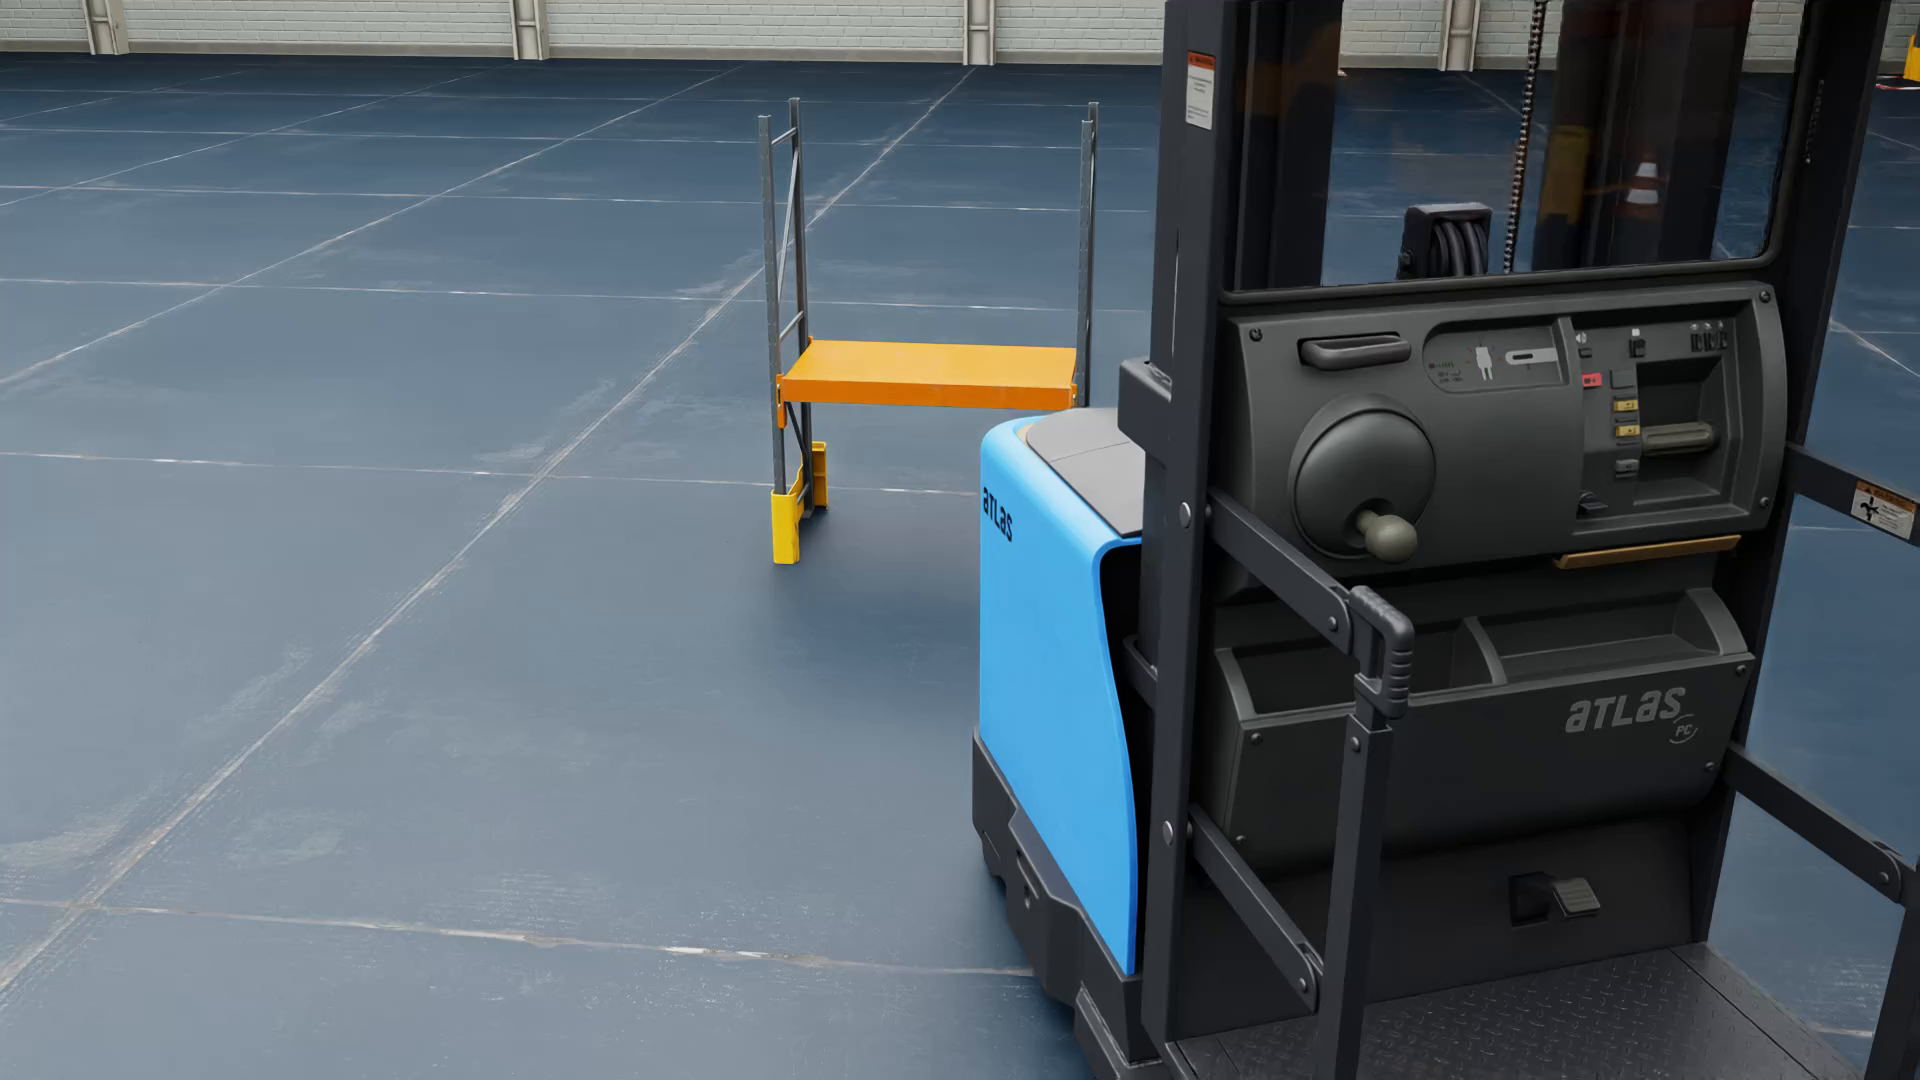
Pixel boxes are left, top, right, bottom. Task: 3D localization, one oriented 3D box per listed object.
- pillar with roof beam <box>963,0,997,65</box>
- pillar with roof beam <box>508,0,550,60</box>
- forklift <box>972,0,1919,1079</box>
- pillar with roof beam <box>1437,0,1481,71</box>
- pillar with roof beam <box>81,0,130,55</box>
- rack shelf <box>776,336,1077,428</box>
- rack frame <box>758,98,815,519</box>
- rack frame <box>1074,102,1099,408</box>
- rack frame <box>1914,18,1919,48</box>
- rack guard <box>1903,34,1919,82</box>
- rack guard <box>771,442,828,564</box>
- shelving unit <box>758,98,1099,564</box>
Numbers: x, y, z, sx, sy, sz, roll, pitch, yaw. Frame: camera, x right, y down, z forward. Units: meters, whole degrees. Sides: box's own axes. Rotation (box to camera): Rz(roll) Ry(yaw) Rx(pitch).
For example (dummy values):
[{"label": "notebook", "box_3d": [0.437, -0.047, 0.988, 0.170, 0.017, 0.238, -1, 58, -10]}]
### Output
[{"label": "pillar with roof beam", "box_3d": [-0.253, -8.777, 15.902, 0.400, 9.000, 9.100, 2, 22, 6]}, {"label": "pillar with roof beam", "box_3d": [-6.211, -9.037, 16.559, 0.400, 9.000, 9.100, 2, 22, 6]}, {"label": "forklift", "box_3d": [0.921, -0.161, 2.360, 1.130, 2.935, 3.031, -6, 22, -15]}, {"label": "pillar with roof beam", "box_3d": [5.705, -8.518, 15.245, 0.400, 9.000, 9.100, 2, 22, 6]}, {"label": "pillar with roof beam", "box_3d": [-12.170, -9.297, 17.215, 0.400, 9.000, 9.100, 2, 22, 6]}, {"label": "rack shelf", "box_3d": [-0.085, -0.534, 5.740, 1.000, 0.185, 0.538, 2, 22, 6]}, {"label": "rack frame", "box_3d": [-0.590, -0.723, 5.729, 0.032, 1.500, 0.500, 2, 22, 6]}, {"label": "rack frame", "box_3d": [0.420, -0.679, 5.618, 0.032, 1.500, 0.500, 2, 22, 6]}, {"label": "rack frame", "box_3d": [11.373, -6.755, 18.945, 0.127, 3.000, 1.000, 2, 22, 6]}, {"label": "rack guard", "box_3d": [11.449, -5.589, 19.396, 0.348, 0.500, 1.175, 2, 22, 6]}, {"label": "rack guard", "box_3d": [-0.570, -0.141, 5.957, 0.087, 0.250, 0.587, 2, 22, 6]}, {"label": "shelving unit", "box_3d": [-0.076, -0.701, 5.672, 1.083, 1.500, 0.587, 2, 22, 6]}]
